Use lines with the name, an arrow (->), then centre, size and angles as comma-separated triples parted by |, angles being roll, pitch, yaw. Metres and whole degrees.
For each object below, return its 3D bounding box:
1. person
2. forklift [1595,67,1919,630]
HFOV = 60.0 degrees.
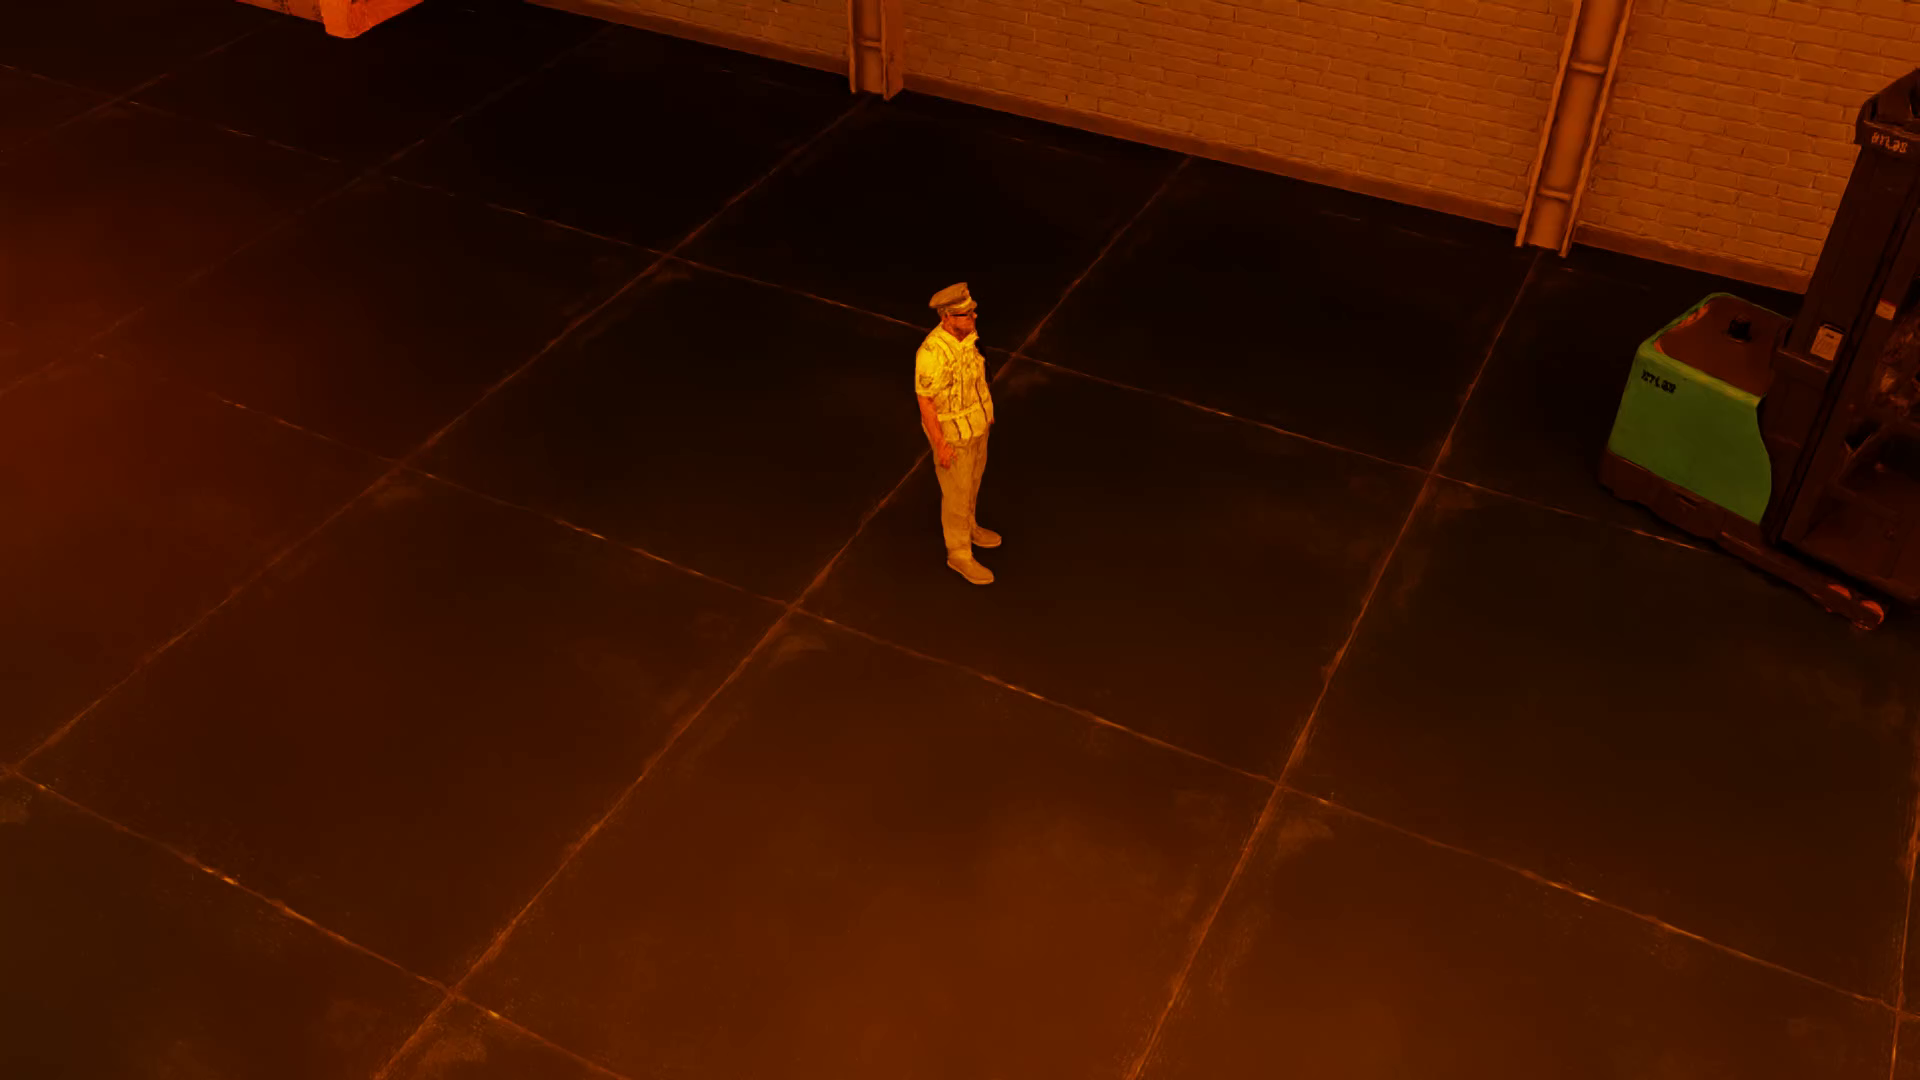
person -> 0.064, -0.658, 9.647 | 0.574, 1.781, 0.640 | 18, 43, 21
forklift -> 5.430, -0.979, 9.148 | 1.130, 2.935, 3.031 | -31, 49, -31
